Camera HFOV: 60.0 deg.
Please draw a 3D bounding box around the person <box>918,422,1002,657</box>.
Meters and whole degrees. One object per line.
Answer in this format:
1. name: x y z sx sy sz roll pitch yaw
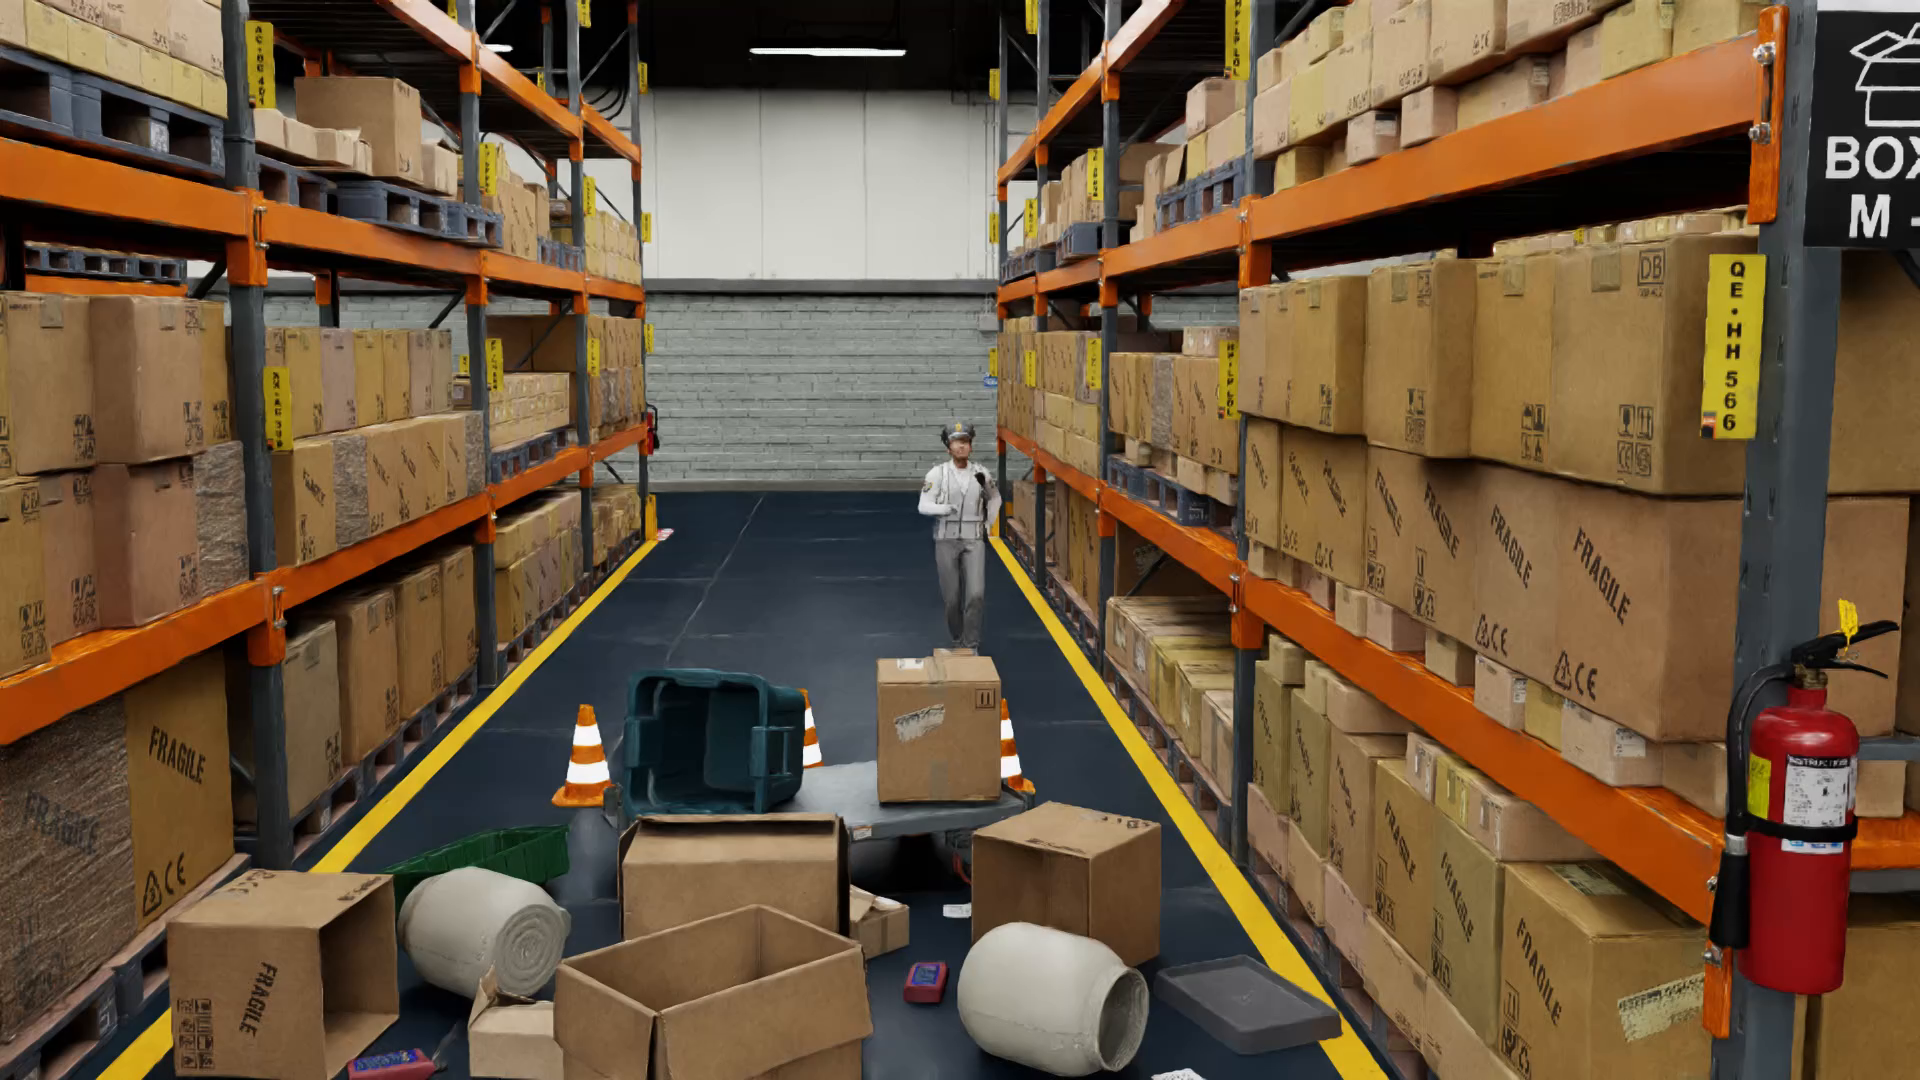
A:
1. person: 0.008 0.046 11.487 0.593 1.718 0.618 0 7 -1
